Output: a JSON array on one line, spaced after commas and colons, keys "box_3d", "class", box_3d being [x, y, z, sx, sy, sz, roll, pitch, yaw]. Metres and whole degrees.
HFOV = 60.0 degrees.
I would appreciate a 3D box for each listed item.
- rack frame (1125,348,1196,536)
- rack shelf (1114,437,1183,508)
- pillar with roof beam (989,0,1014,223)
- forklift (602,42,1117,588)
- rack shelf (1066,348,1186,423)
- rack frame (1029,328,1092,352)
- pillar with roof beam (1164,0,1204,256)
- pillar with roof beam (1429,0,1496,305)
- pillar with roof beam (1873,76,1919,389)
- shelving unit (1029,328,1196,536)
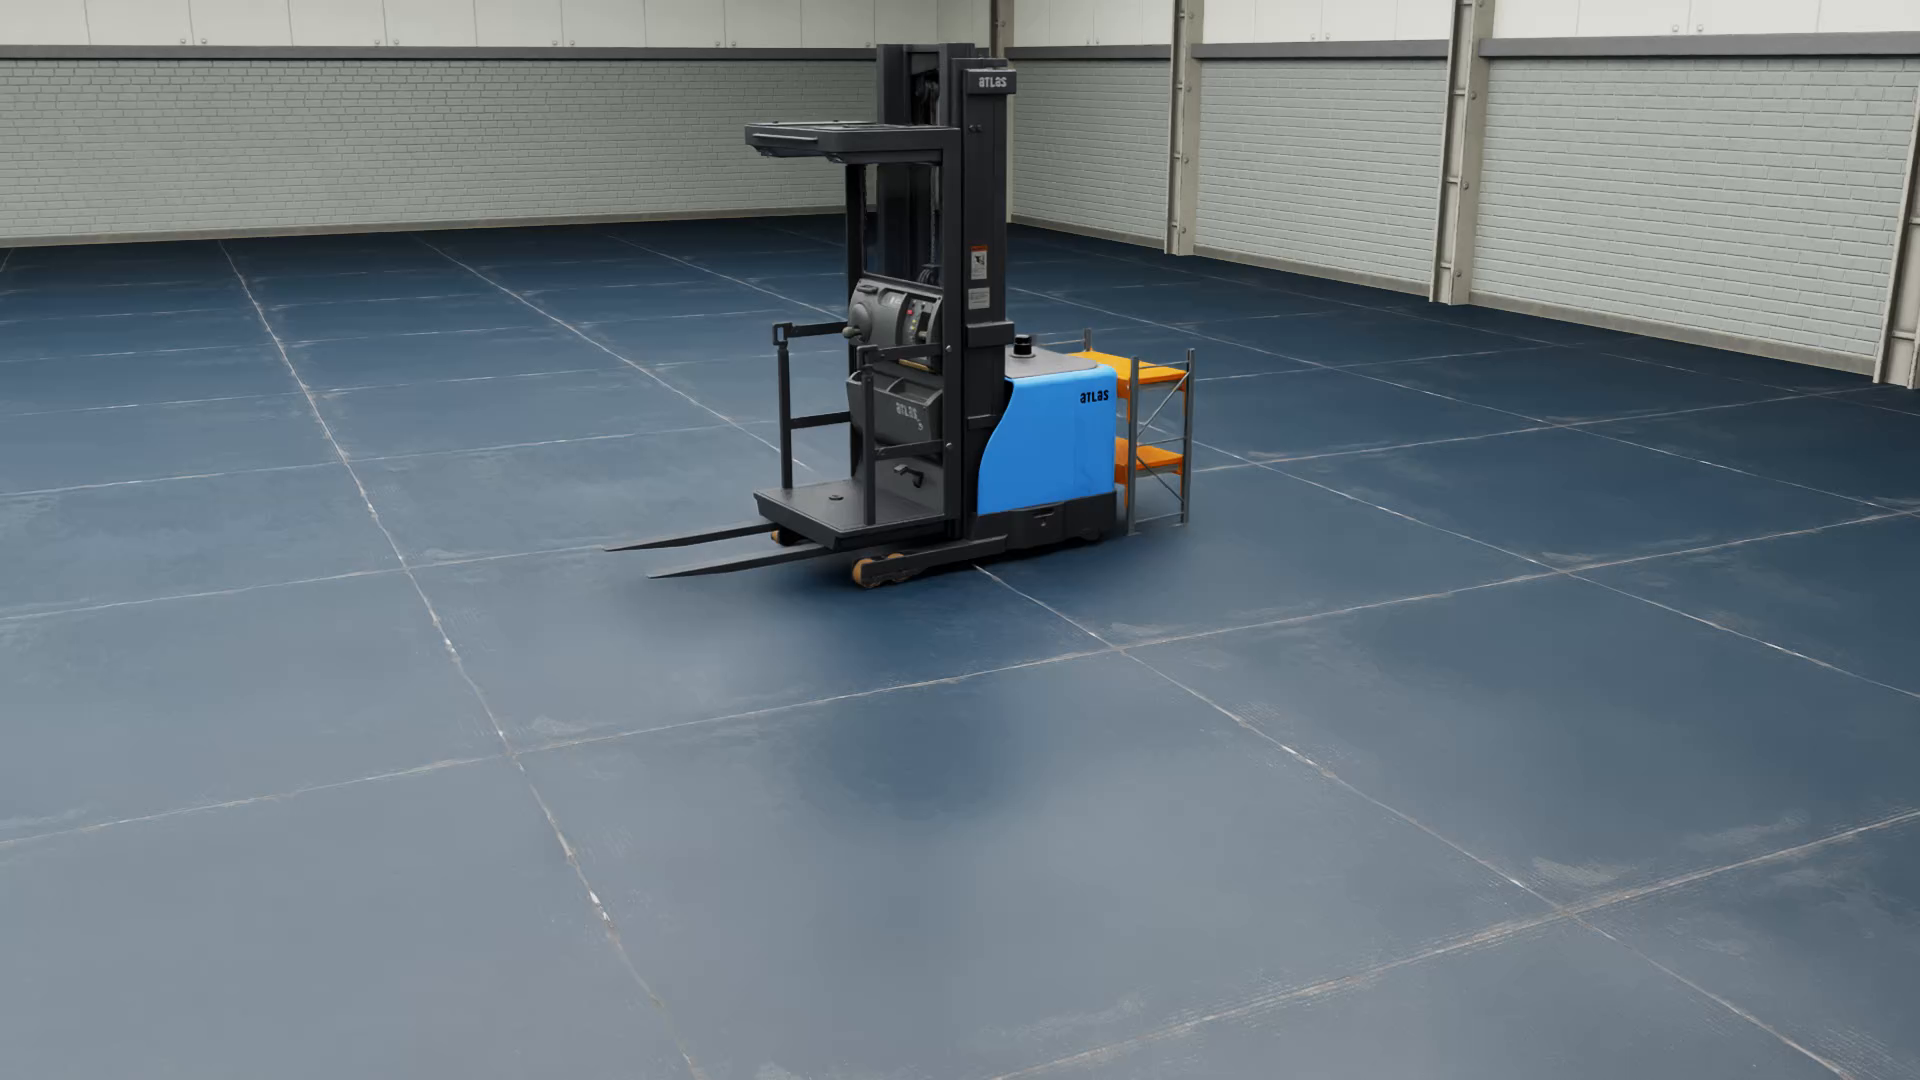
[{"box_3d": [1.244, -0.606, 10.320, 0.500, 1.125, 0.032, -11, 19, -33], "class": "rack frame"}, {"box_3d": [0.953, -0.486, 10.788, 0.538, 0.278, 1.000, -11, 19, -33], "class": "rack shelf"}, {"box_3d": [-3.121, -9.695, 27.720, 9.100, 9.000, 0.400, -8, 18, -25], "class": "pillar with roof beam"}, {"box_3d": [-0.551, -1.303, 9.478, 3.031, 2.935, 1.130, -10, 19, -32], "class": "forklift"}, {"box_3d": [0.954, -1.002, 10.641, 0.538, 0.278, 1.000, -11, 19, -33], "class": "rack shelf"}, {"box_3d": [0.664, -0.836, 11.123, 0.500, 1.125, 0.032, -11, 19, -33], "class": "rack frame"}, {"box_3d": [-0.493, -8.207, 22.536, 9.100, 9.000, 0.400, -8, 18, -25], "class": "pillar with roof beam"}, {"box_3d": [2.136, -6.719, 17.352, 9.100, 9.000, 0.400, -8, 18, -25], "class": "pillar with roof beam"}, {"box_3d": [4.764, -5.232, 12.167, 9.100, 9.000, 0.400, -8, 18, -25], "class": "pillar with roof beam"}, {"box_3d": [0.954, -0.721, 10.721, 0.538, 1.125, 1.048, -11, 19, -33], "class": "shelving unit"}]
